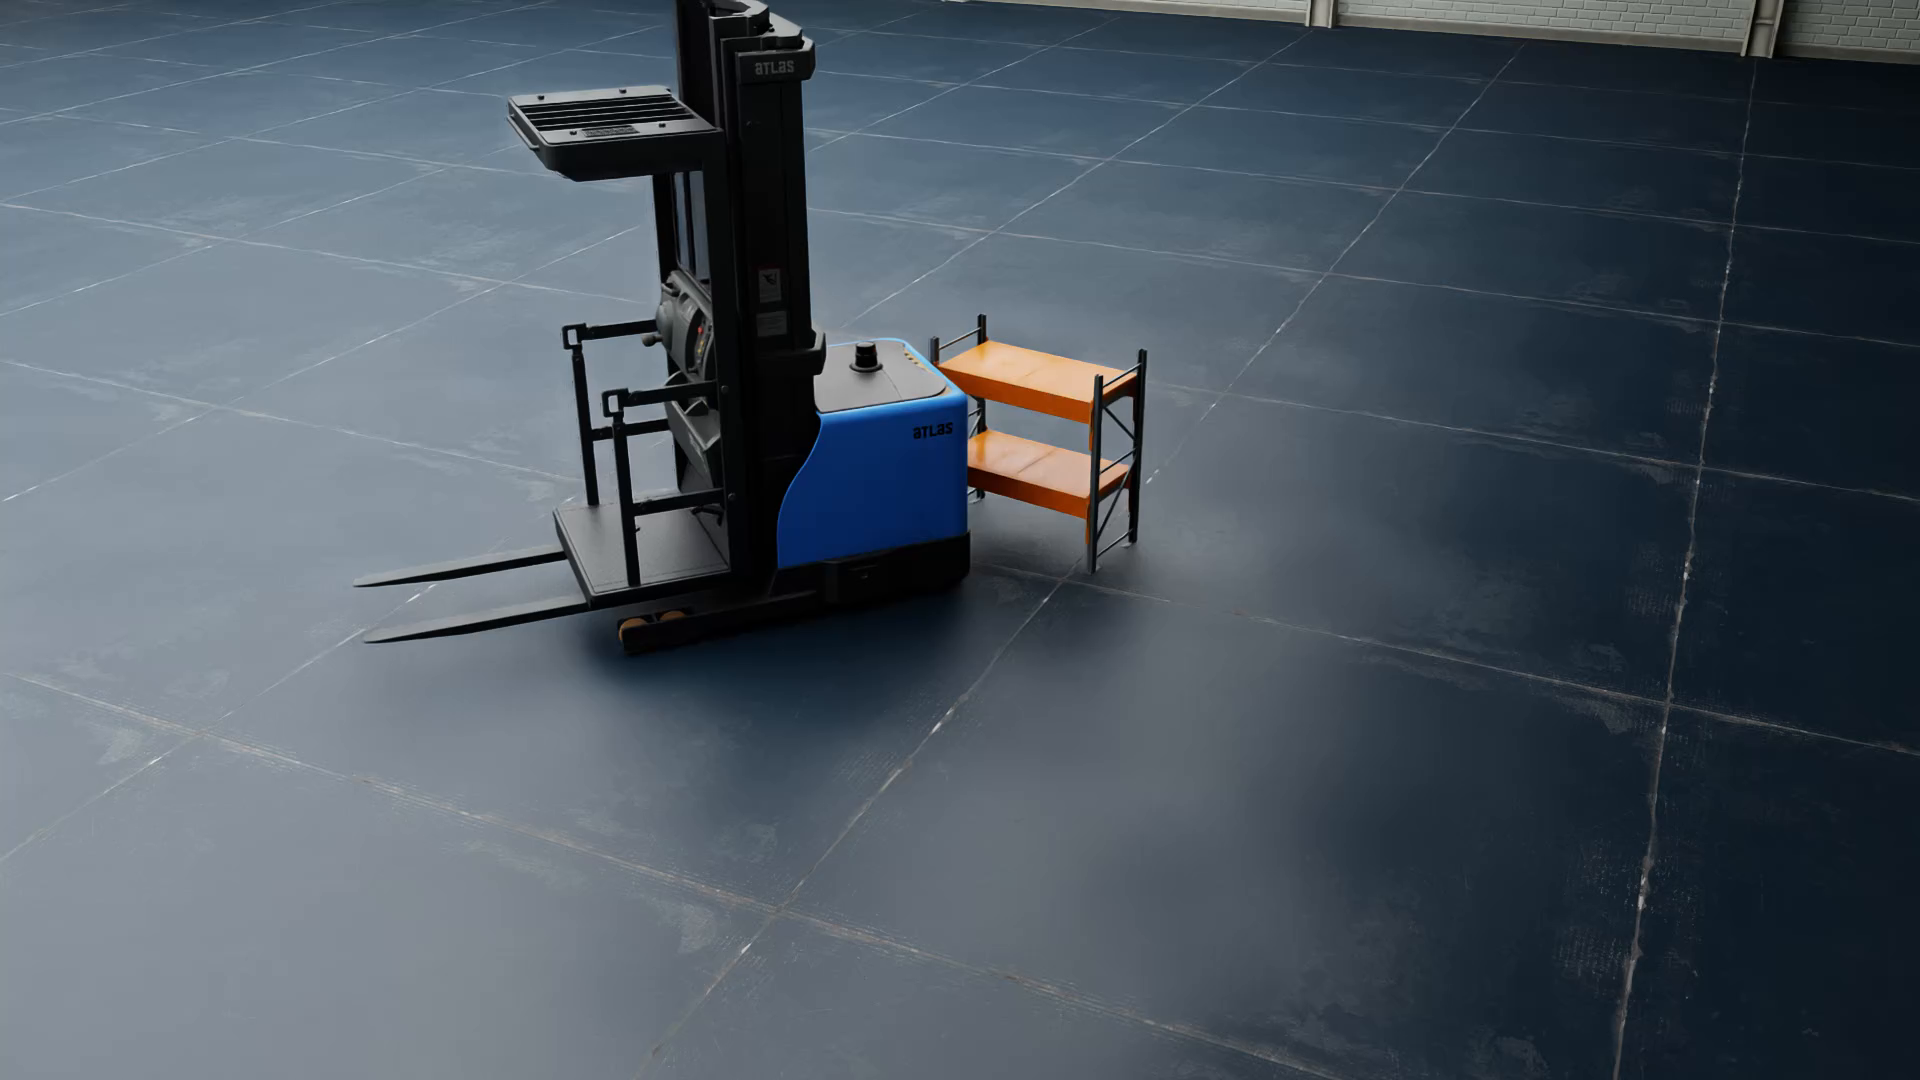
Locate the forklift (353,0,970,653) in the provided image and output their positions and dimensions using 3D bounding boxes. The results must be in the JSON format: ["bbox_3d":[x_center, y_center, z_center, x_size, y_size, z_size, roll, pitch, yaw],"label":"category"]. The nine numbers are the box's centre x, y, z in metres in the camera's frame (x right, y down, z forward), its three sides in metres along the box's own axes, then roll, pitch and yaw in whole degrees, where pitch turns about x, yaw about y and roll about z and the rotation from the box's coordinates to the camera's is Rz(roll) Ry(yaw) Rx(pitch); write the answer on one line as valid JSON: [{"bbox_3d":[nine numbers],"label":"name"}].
[{"bbox_3d":[-1.514,-1.028,8.020,3.031,2.935,1.130,-10,28,-20],"label":"forklift"}]

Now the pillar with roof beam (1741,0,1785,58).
[{"bbox_3d":[9.079,-8.913,17.166,0.400,9.000,9.100,11,28,22],"label":"pillar with roof beam"}]

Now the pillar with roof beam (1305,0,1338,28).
[{"bbox_3d":[3.618,-10.010,19.394,0.400,9.000,9.100,11,28,22],"label":"pillar with roof beam"}]

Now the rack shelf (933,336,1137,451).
[{"bbox_3d":[0.412,-0.802,8.942,1.000,0.278,0.538,17,31,31],"label":"rack shelf"}]

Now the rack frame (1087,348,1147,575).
[{"bbox_3d":[0.831,-0.412,8.813,0.032,1.125,0.500,17,31,31],"label":"rack frame"}]

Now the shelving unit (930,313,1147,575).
[{"bbox_3d":[0.412,-0.539,9.071,1.048,1.125,0.538,17,31,31],"label":"shelving unit"}]

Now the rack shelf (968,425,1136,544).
[{"bbox_3d":[0.412,-0.320,9.179,1.000,0.278,0.538,17,31,31],"label":"rack shelf"}]

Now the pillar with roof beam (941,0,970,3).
[{"bbox_3d":[-1.844,-11.107,21.622,0.400,9.000,9.100,11,28,22],"label":"pillar with roof beam"}]

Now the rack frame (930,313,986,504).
[{"bbox_3d":[-0.007,-0.666,9.329,0.032,1.125,0.500,17,31,31],"label":"rack frame"}]
